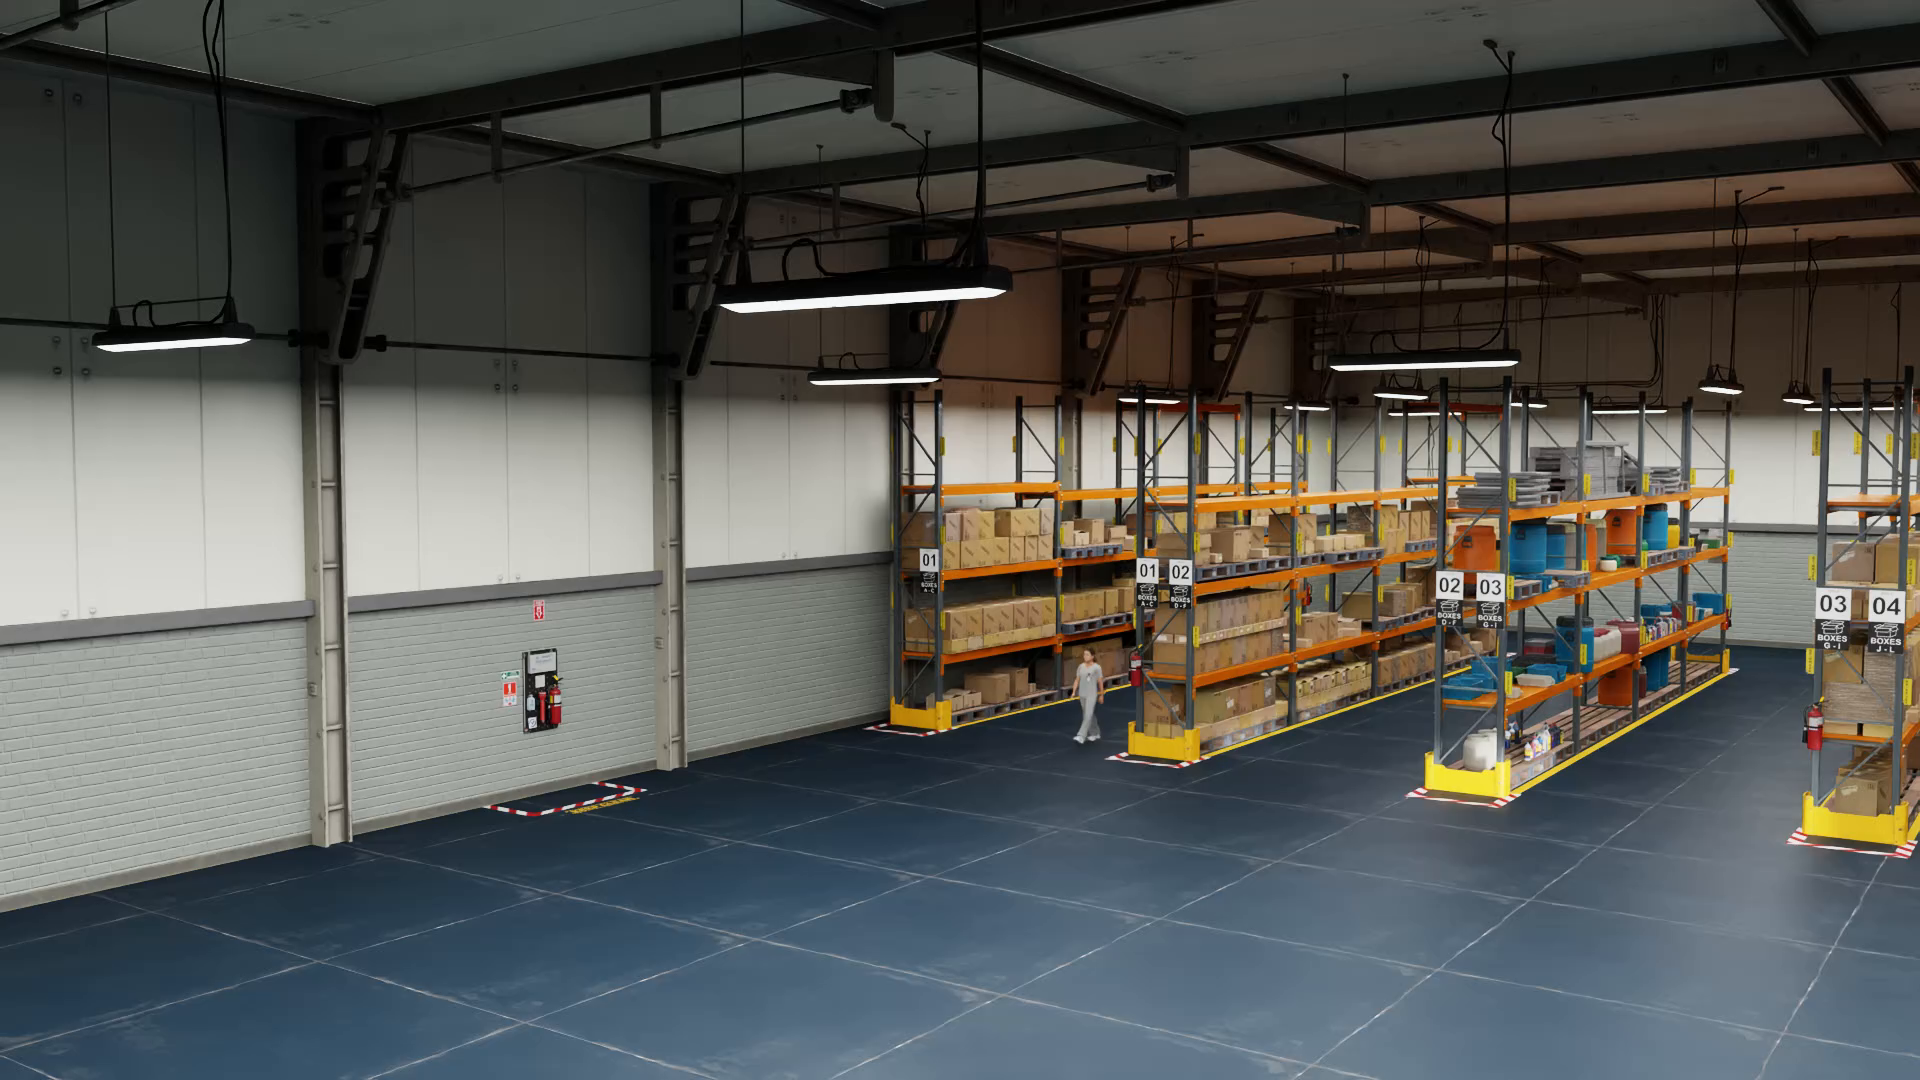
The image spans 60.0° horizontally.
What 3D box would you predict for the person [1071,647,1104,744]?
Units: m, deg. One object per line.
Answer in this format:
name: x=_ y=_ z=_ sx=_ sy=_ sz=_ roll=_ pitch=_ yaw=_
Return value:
person: x=2.086 y=2.609 z=27.837 sx=0.453 sy=1.610 sz=1.065 roll=3 pitch=4 yaw=40
